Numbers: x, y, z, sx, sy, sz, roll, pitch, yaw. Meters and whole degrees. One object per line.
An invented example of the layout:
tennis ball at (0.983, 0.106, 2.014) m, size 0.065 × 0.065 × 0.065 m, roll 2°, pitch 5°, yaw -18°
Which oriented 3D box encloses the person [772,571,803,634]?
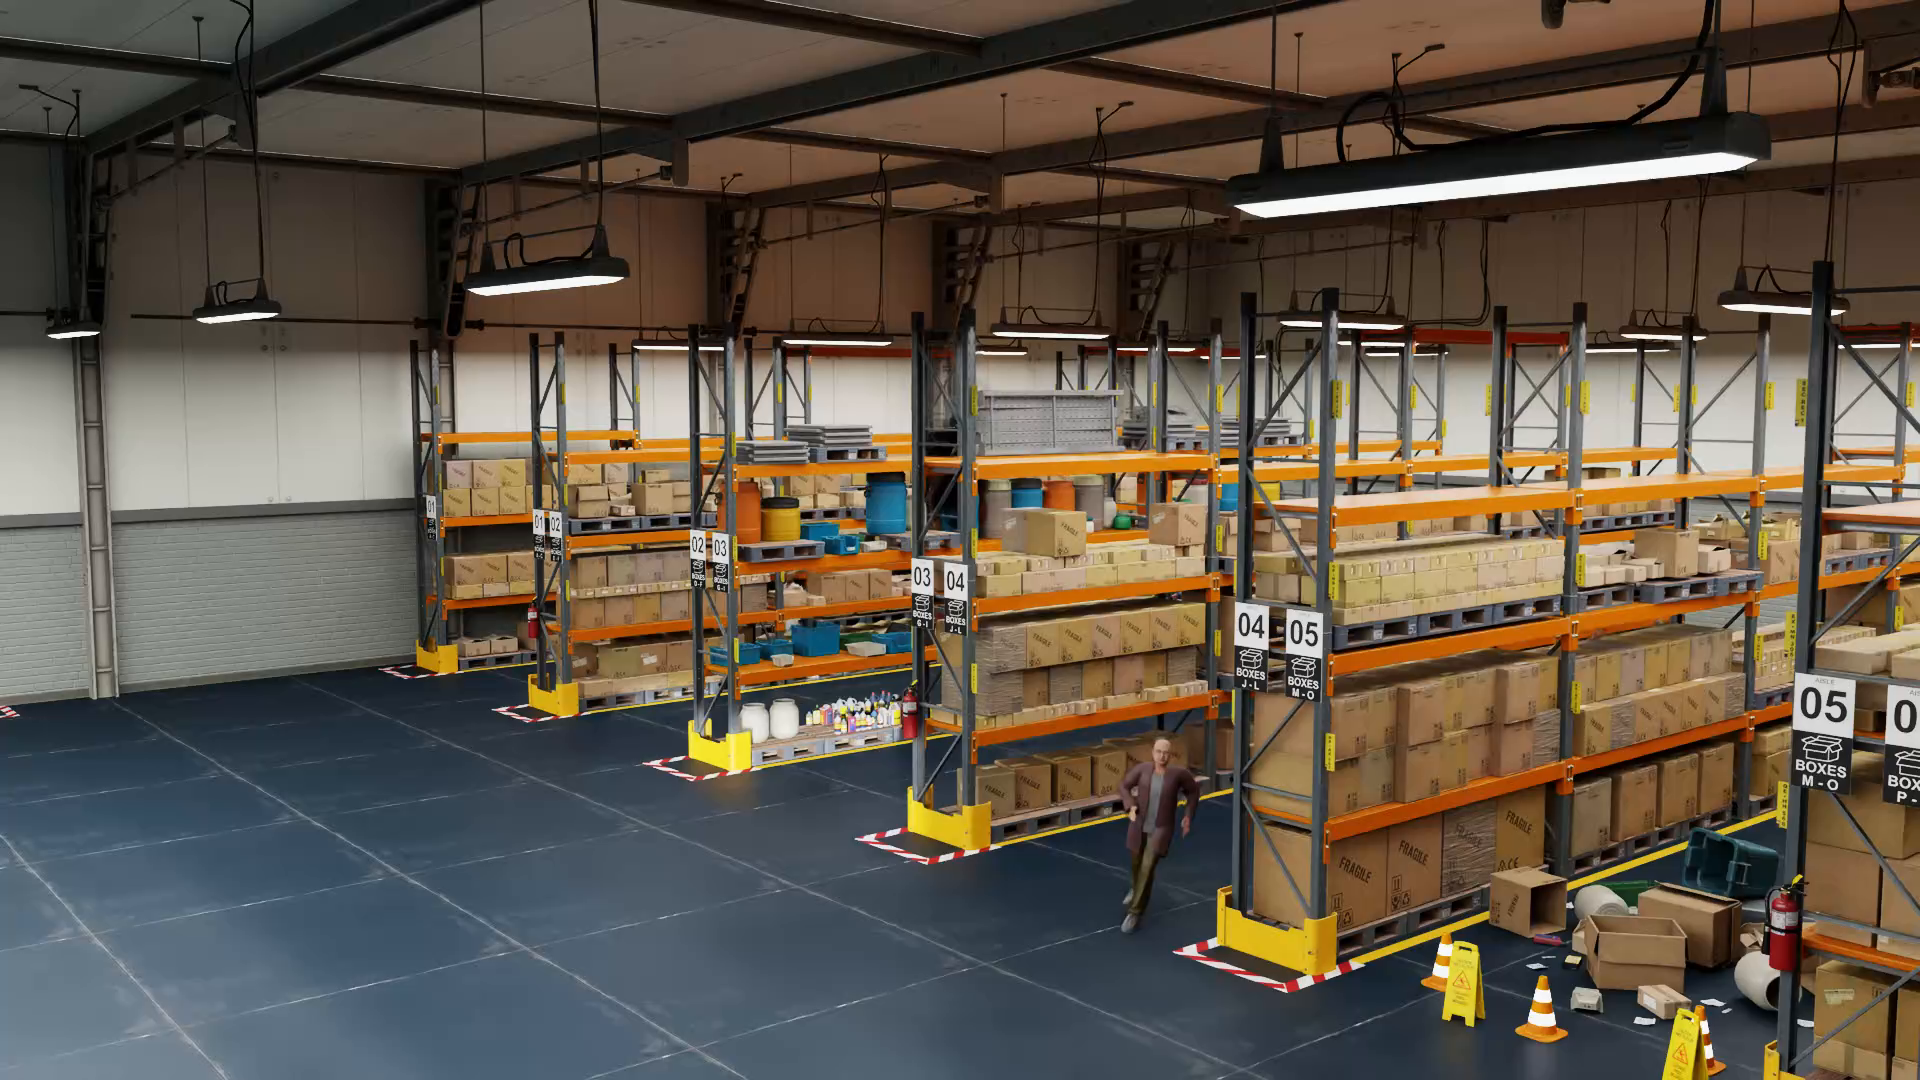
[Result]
person at (-3.225, 1.428, 31.008) m, size 0.714 × 1.736 × 0.616 m, roll 4°, pitch 7°, yaw 39°

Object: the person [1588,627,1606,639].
person at (9.370, 2.035, 24.413) m, size 0.596 × 1.751 × 0.666 m, roll -5°, pitch 7°, yaw -40°

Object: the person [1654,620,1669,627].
person at (10.351, 2.022, 24.633) m, size 0.606 × 1.688 × 0.930 m, roll 5°, pitch 7°, yaw 42°

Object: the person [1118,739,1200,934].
person at (1.874, 2.804, 16.033) m, size 0.763 × 1.789 × 0.995 m, roll 2°, pitch 6°, yaw 24°
